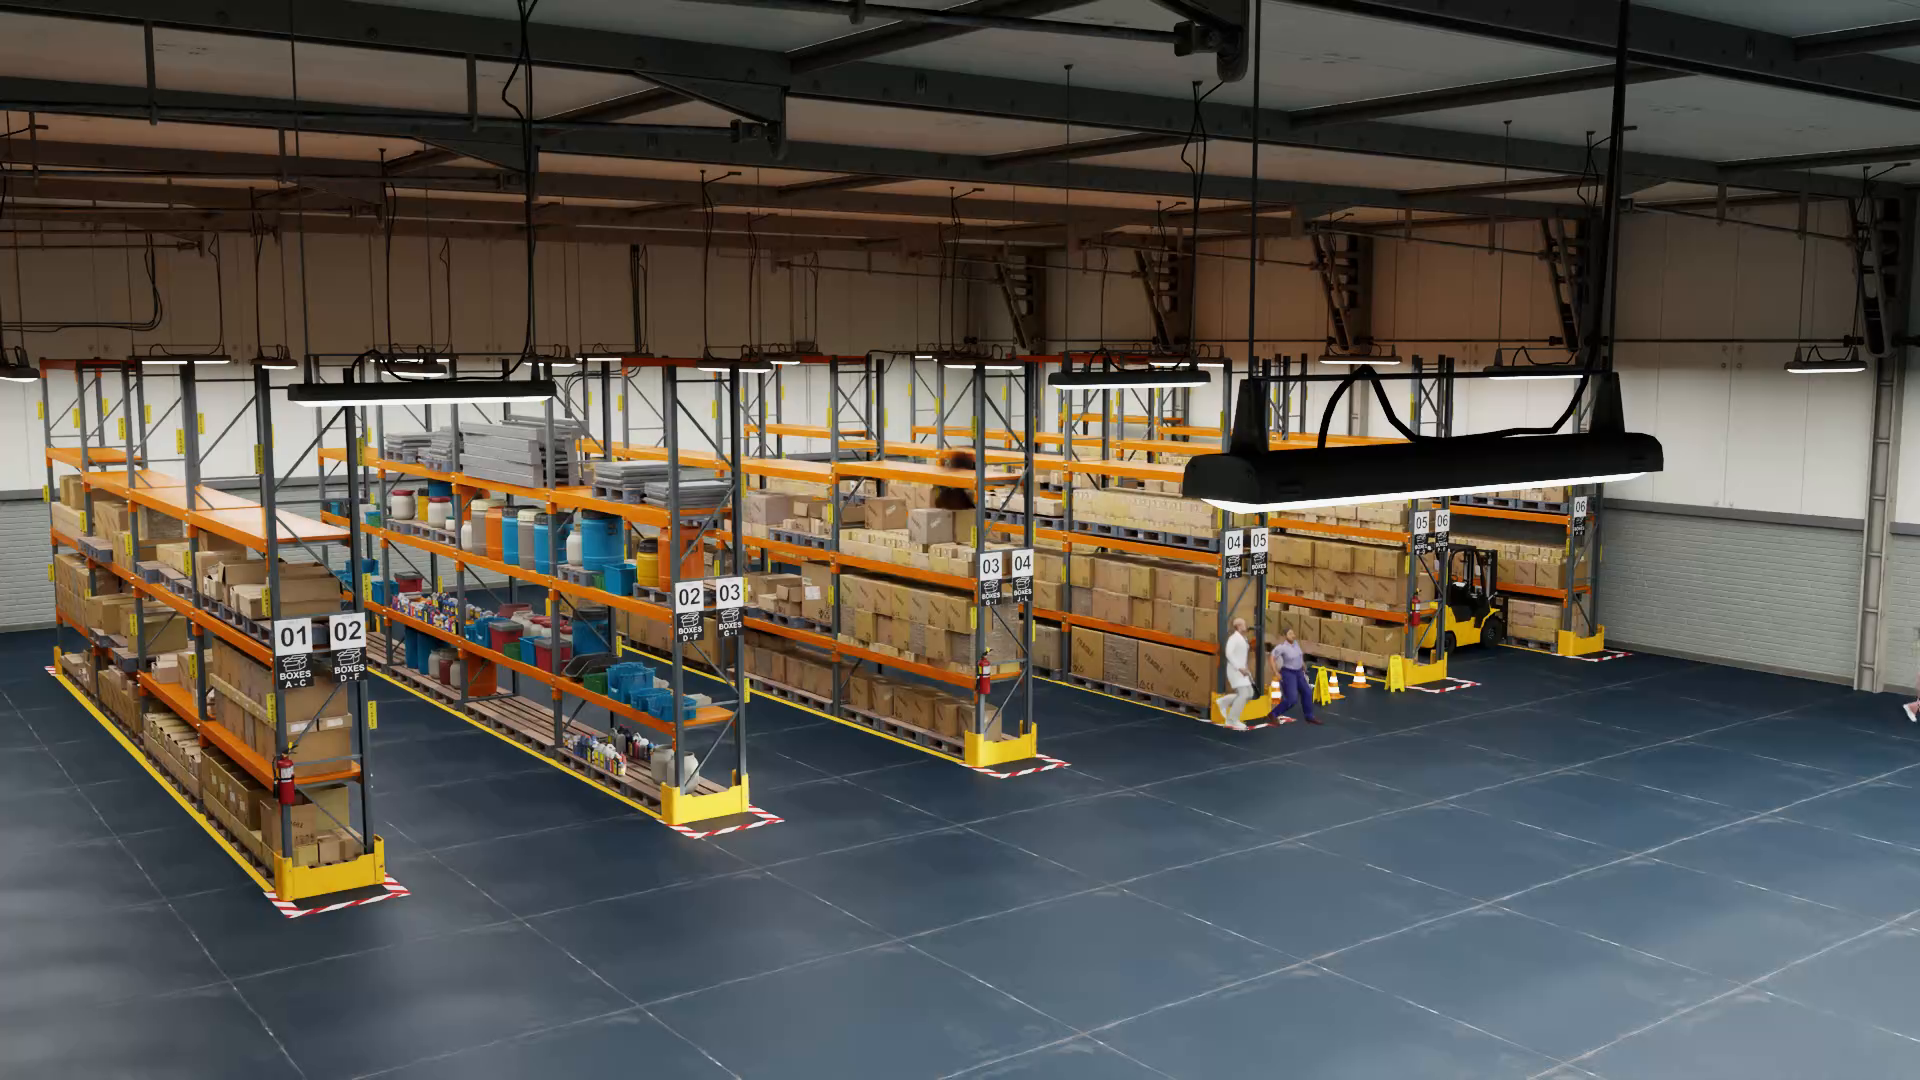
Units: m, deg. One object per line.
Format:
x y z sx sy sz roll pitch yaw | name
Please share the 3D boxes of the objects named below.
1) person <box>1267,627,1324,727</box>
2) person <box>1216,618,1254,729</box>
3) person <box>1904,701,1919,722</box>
5.370 2.195 26.637 0.687 1.599 0.813 5 9 38 | person
4.414 2.108 26.620 0.603 1.713 0.754 3 8 24 | person
15.907 2.279 27.088 0.829 1.663 0.587 6 9 41 | person
